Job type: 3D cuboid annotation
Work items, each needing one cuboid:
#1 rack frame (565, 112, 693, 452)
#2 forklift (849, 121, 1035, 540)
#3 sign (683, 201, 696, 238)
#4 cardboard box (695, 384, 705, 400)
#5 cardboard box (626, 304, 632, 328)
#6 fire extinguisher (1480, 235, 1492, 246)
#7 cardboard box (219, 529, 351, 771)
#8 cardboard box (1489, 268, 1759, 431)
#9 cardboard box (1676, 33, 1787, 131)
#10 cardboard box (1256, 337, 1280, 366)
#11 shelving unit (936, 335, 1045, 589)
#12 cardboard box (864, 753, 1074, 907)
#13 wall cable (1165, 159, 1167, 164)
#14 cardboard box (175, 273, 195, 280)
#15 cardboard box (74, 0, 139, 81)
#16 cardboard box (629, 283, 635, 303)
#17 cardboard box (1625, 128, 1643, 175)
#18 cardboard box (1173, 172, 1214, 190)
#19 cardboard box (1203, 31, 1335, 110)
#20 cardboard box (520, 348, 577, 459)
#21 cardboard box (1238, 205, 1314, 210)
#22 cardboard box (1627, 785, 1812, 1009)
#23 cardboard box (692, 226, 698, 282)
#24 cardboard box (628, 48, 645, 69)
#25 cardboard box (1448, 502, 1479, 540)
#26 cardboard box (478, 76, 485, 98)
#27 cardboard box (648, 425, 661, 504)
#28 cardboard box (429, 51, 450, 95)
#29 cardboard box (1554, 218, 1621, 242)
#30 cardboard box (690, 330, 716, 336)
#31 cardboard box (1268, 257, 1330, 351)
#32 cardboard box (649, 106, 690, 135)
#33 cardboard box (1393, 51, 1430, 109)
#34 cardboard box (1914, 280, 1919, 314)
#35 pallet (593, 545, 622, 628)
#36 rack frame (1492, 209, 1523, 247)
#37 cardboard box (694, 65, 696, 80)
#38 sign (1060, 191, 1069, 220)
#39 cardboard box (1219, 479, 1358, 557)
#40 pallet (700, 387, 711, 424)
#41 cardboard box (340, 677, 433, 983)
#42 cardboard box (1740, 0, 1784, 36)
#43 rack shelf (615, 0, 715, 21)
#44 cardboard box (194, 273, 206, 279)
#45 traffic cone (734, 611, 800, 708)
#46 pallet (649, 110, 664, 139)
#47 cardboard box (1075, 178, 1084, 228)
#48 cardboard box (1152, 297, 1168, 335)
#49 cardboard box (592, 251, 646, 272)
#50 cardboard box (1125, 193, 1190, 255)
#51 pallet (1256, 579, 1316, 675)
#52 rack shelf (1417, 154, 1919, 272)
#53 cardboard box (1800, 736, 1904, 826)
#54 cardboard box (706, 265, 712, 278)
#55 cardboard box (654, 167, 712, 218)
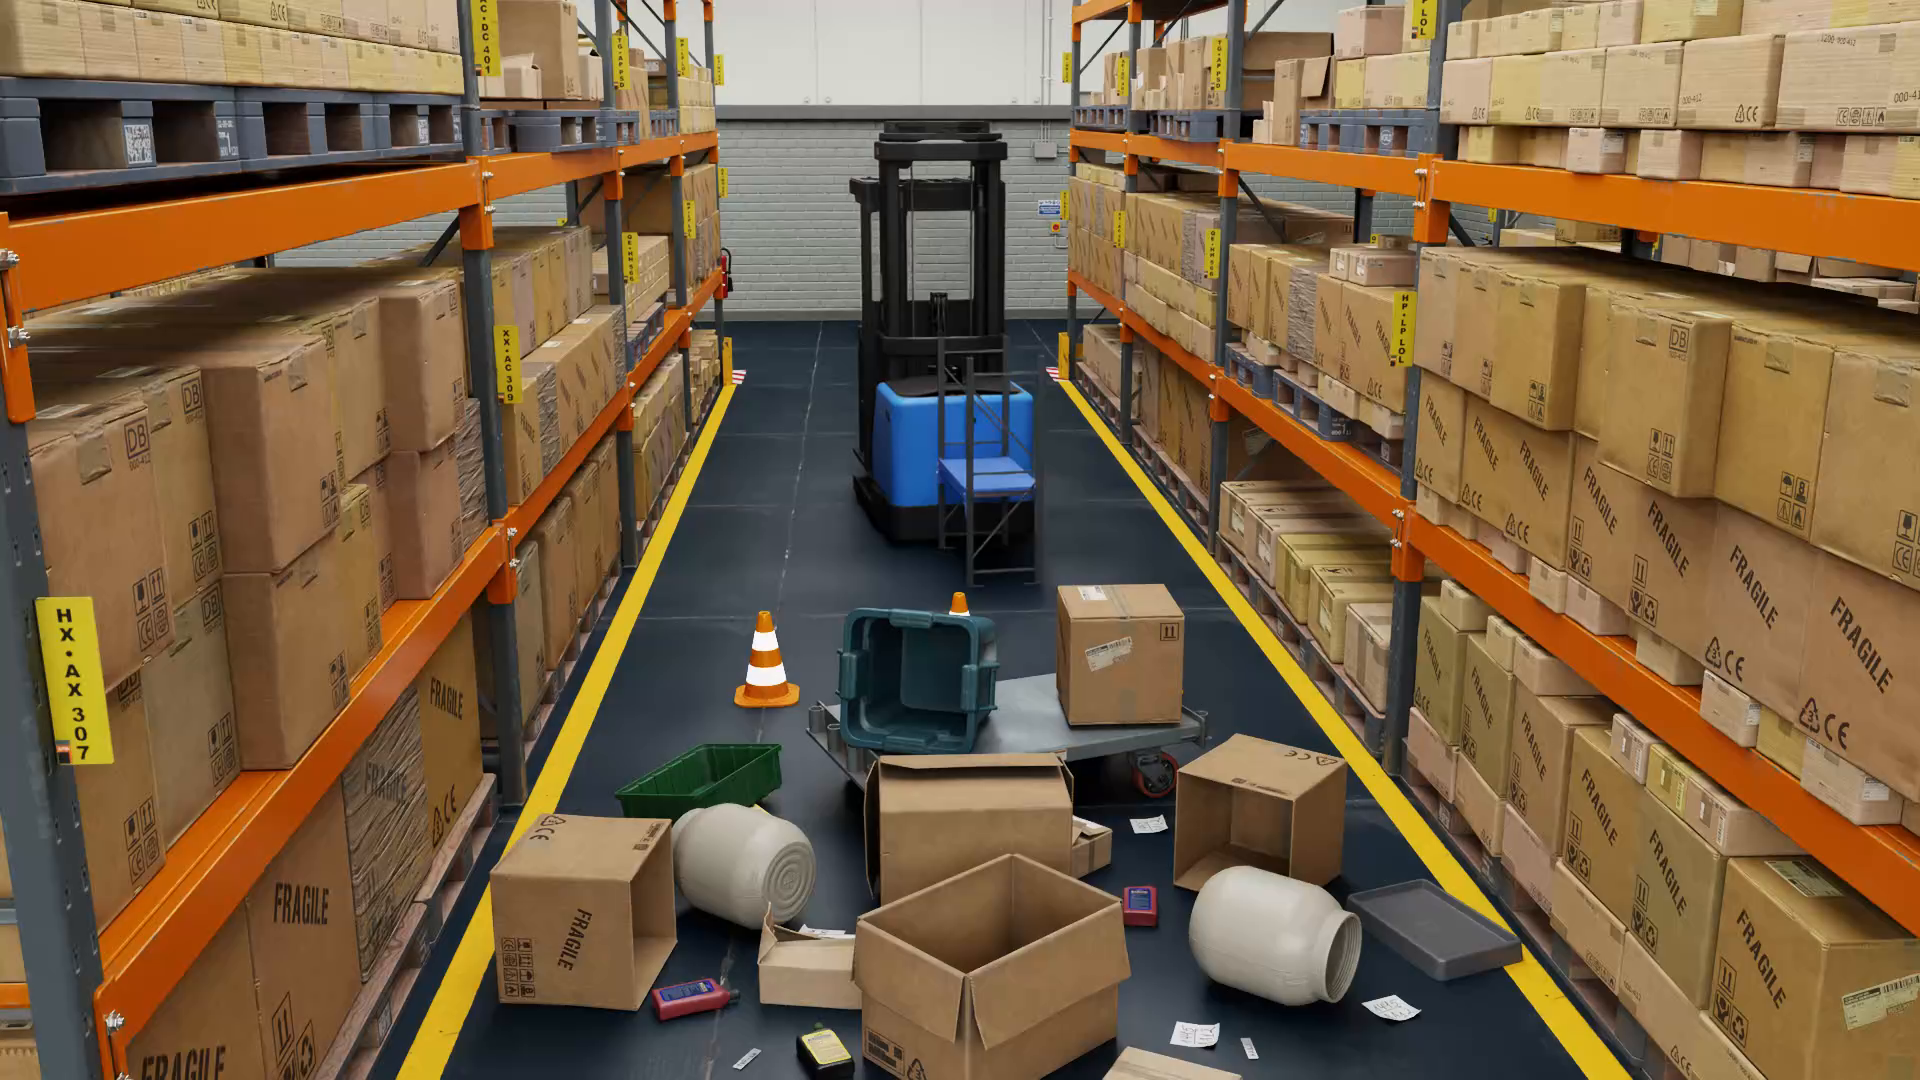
[{"bbox_3d":[-2.941,-2.257,14.777,1.000,3.000,0.127,-1,14,-3],"label":"rack frame"},{"bbox_3d":[-0.249,-1.741,12.910,1.130,2.935,3.031,-3,15,-11],"label":"forklift"},{"bbox_3d":[-2.387,-2.827,14.670,0.100,0.325,0.005,-1,14,-3],"label":"sign"},{"bbox_3d":[-2.763,-1.497,16.703,0.380,0.149,0.250,-1,14,-5],"label":"cardboard box"},{"bbox_3d":[-2.553,-1.592,11.854,0.380,0.149,0.250,0,14,-1],"label":"cardboard box"},{"bbox_3d":[6.229,-3.242,19.510,0.296,0.674,0.183,-1,14,-3],"label":"fire extinguisher"},{"bbox_3d":[-2.230,0.286,4.594,0.875,0.550,0.550,-1,14,-3],"label":"cardboard box"},{"bbox_3d":[2.314,-0.680,5.845,0.700,0.500,0.500,-1,14,-5],"label":"cardboard box"},{"bbox_3d":[2.370,-1.275,4.646,0.500,0.250,0.500,0,14,-2],"label":"cardboard box"},{"bbox_3d":[2.027,-1.153,10.149,0.380,0.149,0.250,-1,14,-3],"label":"cardboard box"},{"bbox_3d":[0.192,-0.551,11.159,0.538,1.500,1.048,-3,15,-11],"label":"shelving unit"},{"bbox_3d":[0.035,1.139,6.316,0.797,0.637,0.503,-1,14,-3],"label":"cardboard box"},{"bbox_3d":[2.788,-5.272,24.457,0.588,1.984,0.122,-1,14,-3],"label":"wall cable"},{"bbox_3d":[-7.728,-2.650,16.010,0.500,0.250,0.500,-1,14,-2],"label":"cardboard box"},{"bbox_3d":[-1.915,-1.009,3.368,0.380,0.149,0.250,-1,14,-3],"label":"cardboard box"},{"bbox_3d":[-2.577,-1.807,12.096,0.380,0.149,0.250,-1,14,-3],"label":"cardboard box"},{"bbox_3d":[2.359,-1.234,5.287,0.380,0.149,0.250,-1,14,-3],"label":"cardboard box"},{"bbox_3d":[2.201,-3.351,15.521,0.380,0.149,0.250,-1,14,-3],"label":"cardboard box"},{"bbox_3d":[2.068,-3.161,11.222,0.797,0.503,0.637,-2,15,-7],"label":"cardboard box"},{"bbox_3d":[-2.269,-0.700,8.528,0.500,0.500,0.500,-1,14,-4],"label":"cardboard box"},{"bbox_3d":[2.398,-2.275,12.640,0.500,0.500,0.500,0,14,-2],"label":"cardboard box"},{"bbox_3d":[2.392,1.066,5.032,0.500,0.500,0.500,0,14,-1],"label":"cardboard box"},{"bbox_3d":[-2.758,-2.699,15.699,0.500,0.500,0.500,-1,14,-3],"label":"cardboard box"},{"bbox_3d":[-3.027,-3.865,13.966,0.700,0.500,0.500,-1,14,-3],"label":"cardboard box"},{"bbox_3d":[2.256,-0.102,6.906,0.380,0.149,0.250,0,14,-2],"label":"cardboard box"},{"bbox_3d":[-2.233,-2.060,7.221,0.258,0.266,0.396,-1,14,-4],"label":"cardboard box"},{"bbox_3d":[-2.517,-0.559,12.355,0.500,0.500,0.500,-1,14,-3],"label":"cardboard box"},{"bbox_3d":[-2.087,-1.702,6.061,0.380,0.149,0.250,-1,14,-3],"label":"cardboard box"},{"bbox_3d":[6.552,-3.375,17.323,0.500,0.500,0.500,-1,14,-2],"label":"cardboard box"},{"bbox_3d":[-2.903,-2.234,18.376,0.380,0.149,0.250,-1,14,-3],"label":"cardboard box"},{"bbox_3d":[2.117,-1.382,9.739,0.500,0.500,0.500,-1,14,-2],"label":"cardboard box"},{"bbox_3d":[-2.706,-3.756,14.885,0.500,0.250,0.500,0,14,-1],"label":"cardboard box"},{"bbox_3d":[2.309,-2.095,7.587,0.500,0.250,0.500,-1,14,-5],"label":"cardboard box"},{"bbox_3d":[7.320,-1.823,12.049,0.500,0.500,0.500,0,14,-1],"label":"cardboard box"},{"bbox_3d":[-2.719,0.286,10.492,1.003,0.211,1.213,-1,14,-3],"label":"pallet"},{"bbox_3d":[6.700,-3.431,19.340,1.000,3.000,0.127,-1,14,-3],"label":"rack frame"},{"bbox_3d":[-2.801,-4.605,16.384,0.380,0.149,0.250,-1,14,-5],"label":"cardboard box"},{"bbox_3d":[1.192,-3.803,18.893,0.100,0.325,0.005,-1,14,-3],"label":"sign"},{"bbox_3d":[2.267,-0.153,11.034,0.950,0.372,0.625,-2,15,-7],"label":"cardboard box"},{"bbox_3d":[-3.096,-1.377,16.954,1.003,0.211,1.213,-1,14,-3],"label":"pallet"},{"bbox_3d":[-2.416,0.940,5.774,0.875,0.875,0.875,-1,14,-3],"label":"cardboard box"},{"bbox_3d":[2.447,-1.489,4.677,0.380,0.149,0.250,-1,14,-5],"label":"cardboard box"},{"bbox_3d":[-3.064,-5.309,16.053,1.077,0.370,4.000,-1,14,-3],"label":"rack shelf"},{"bbox_3d":[-7.682,-2.550,16.421,0.380,0.149,0.250,-1,14,-5],"label":"cardboard box"},{"bbox_3d":[-1.021,0.605,8.747,0.336,0.463,0.334,-1,14,-3],"label":"traffic cone"},{"bbox_3d":[-2.941,-3.205,12.821,1.213,0.211,1.003,-1,14,-3],"label":"pallet"},{"bbox_3d":[1.530,-3.633,17.921,0.500,0.500,0.500,-1,14,-5],"label":"cardboard box"},{"bbox_3d":[1.829,-1.791,13.269,0.500,0.250,0.500,-1,14,-4],"label":"cardboard box"},{"bbox_3d":[-2.623,-2.139,12.786,0.380,0.149,0.250,-1,14,-4],"label":"cardboard box"},{"bbox_3d":[1.734,-2.777,14.592,0.500,0.500,0.500,-1,14,-3],"label":"cardboard box"},{"bbox_3d":[2.361,0.484,9.721,1.003,0.211,1.213,-1,14,-3],"label":"pallet"},{"bbox_3d":[2.613,-0.975,5.222,1.077,0.370,4.000,-1,14,-3],"label":"rack shelf"},{"bbox_3d":[2.374,0.597,4.191,0.380,0.149,0.250,-1,14,-4],"label":"cardboard box"},{"bbox_3d":[-2.838,-2.865,17.647,0.380,0.149,0.250,0,14,-2],"label":"cardboard box"},{"bbox_3d":[-2.839,-3.563,17.050,0.500,0.500,0.500,0,14,-1],"label":"cardboard box"}]
